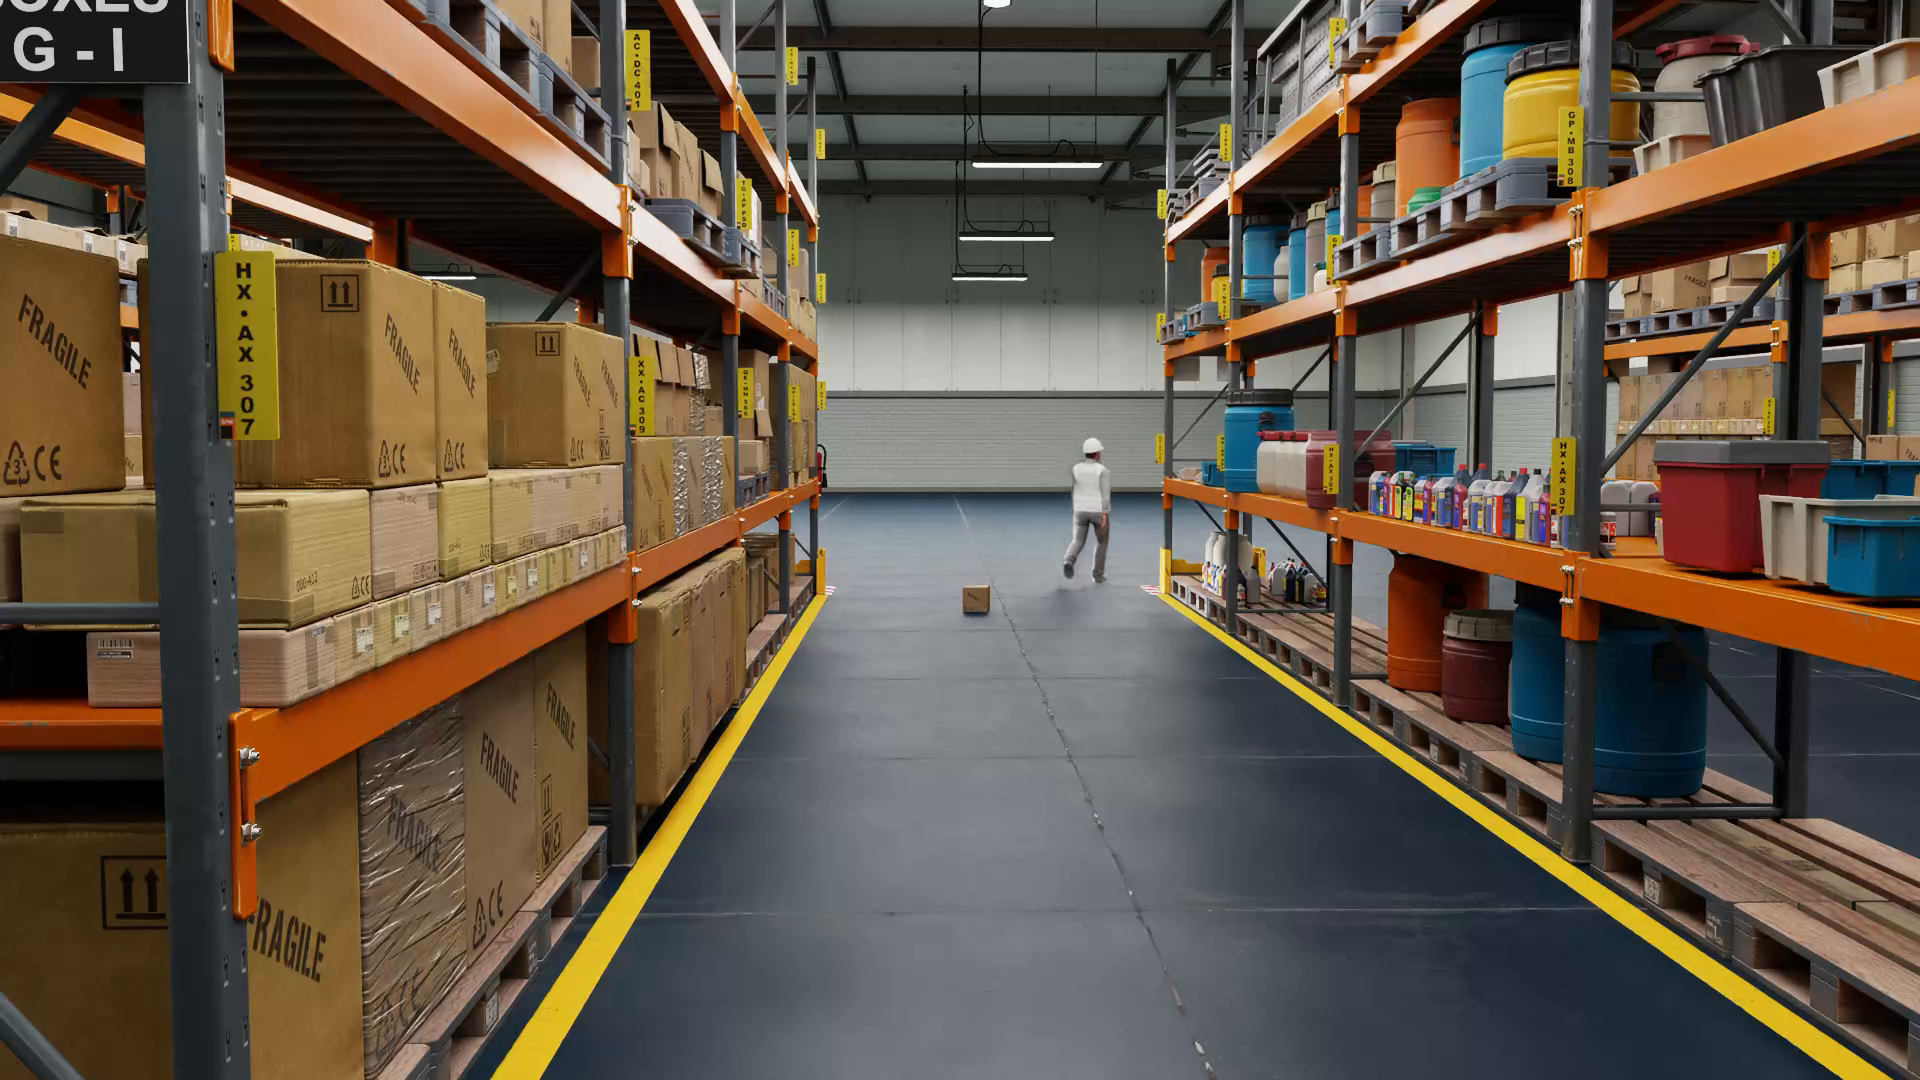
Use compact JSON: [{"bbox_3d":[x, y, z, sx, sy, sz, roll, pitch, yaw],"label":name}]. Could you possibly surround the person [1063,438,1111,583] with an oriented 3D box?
[{"bbox_3d":[1.569,-0.343,19.803,0.534,1.736,0.854,2,4,24],"label":"person"}]
